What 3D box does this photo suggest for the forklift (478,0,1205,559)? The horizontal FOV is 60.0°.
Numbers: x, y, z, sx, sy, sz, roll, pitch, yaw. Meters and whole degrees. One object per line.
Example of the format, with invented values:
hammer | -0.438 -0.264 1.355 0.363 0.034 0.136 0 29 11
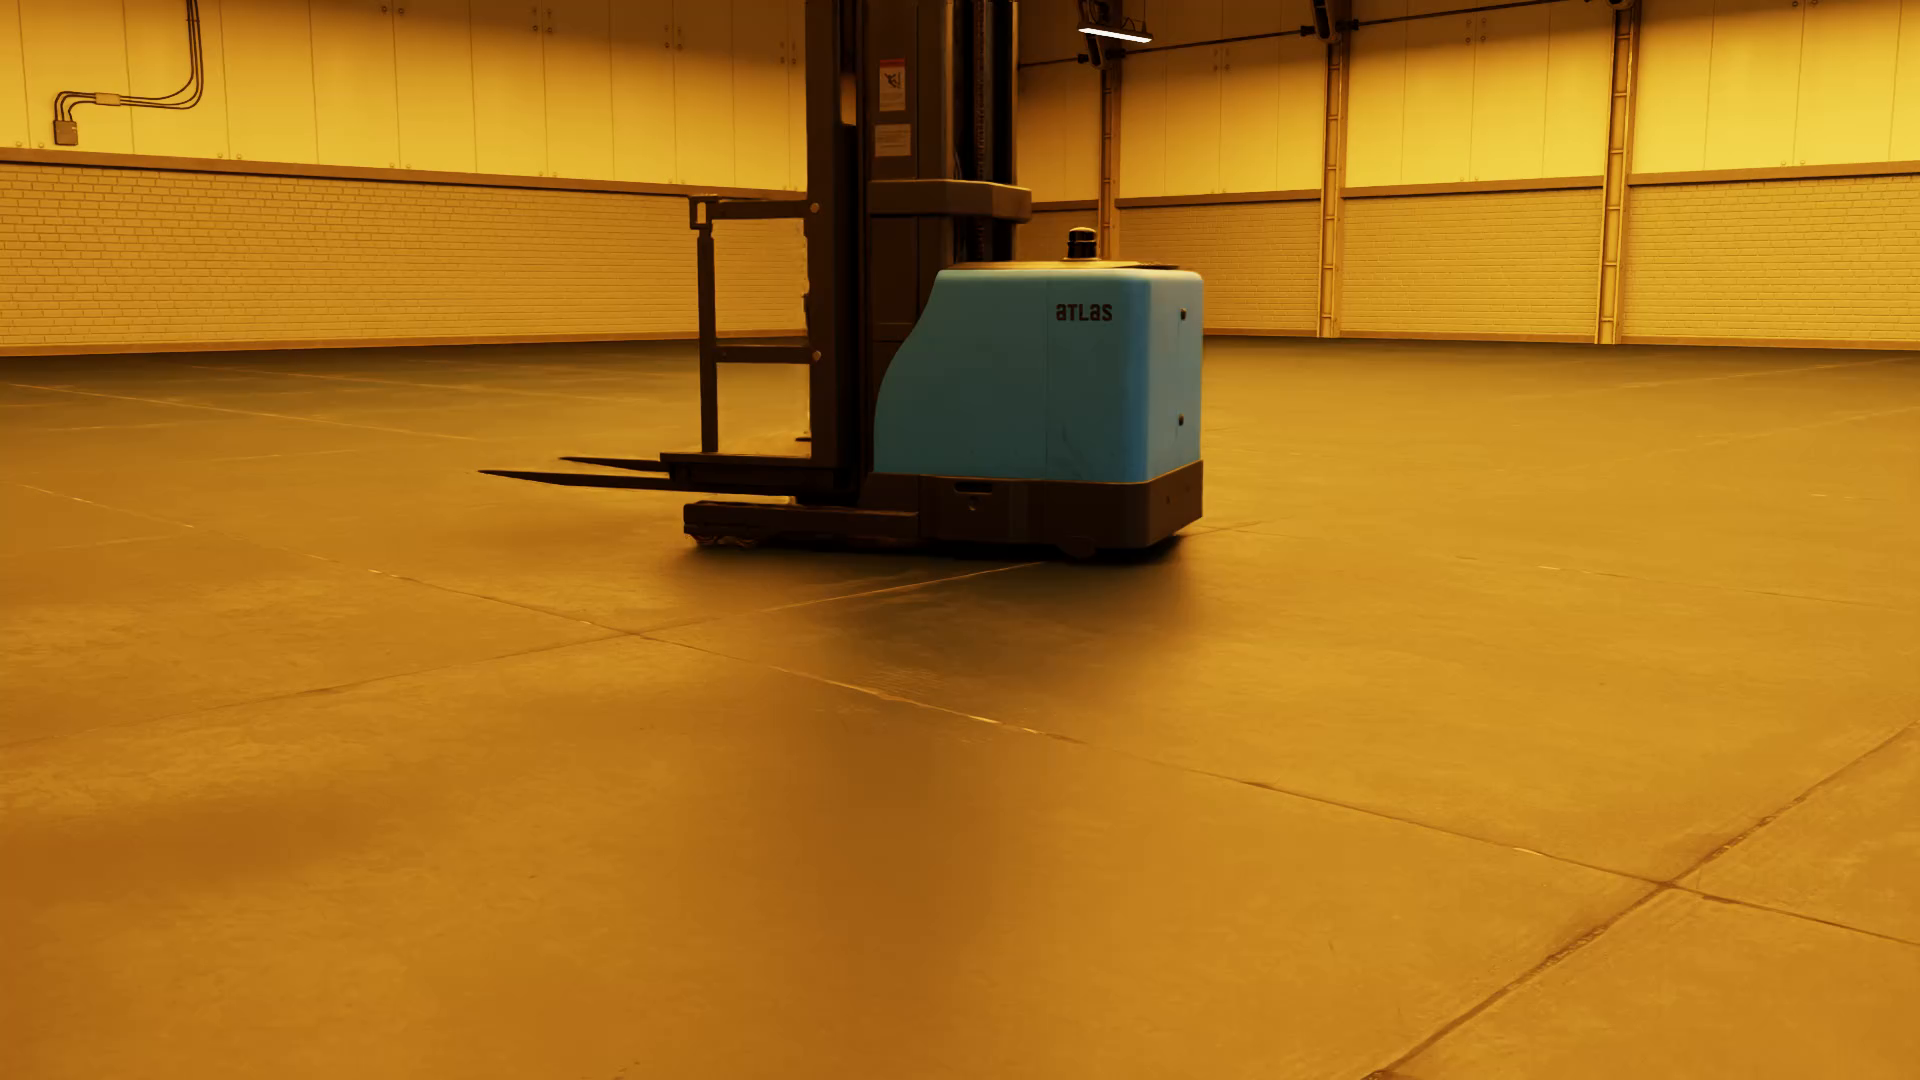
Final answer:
forklift | -0.566 -1.495 6.801 3.031 2.935 1.130 3 9 21
